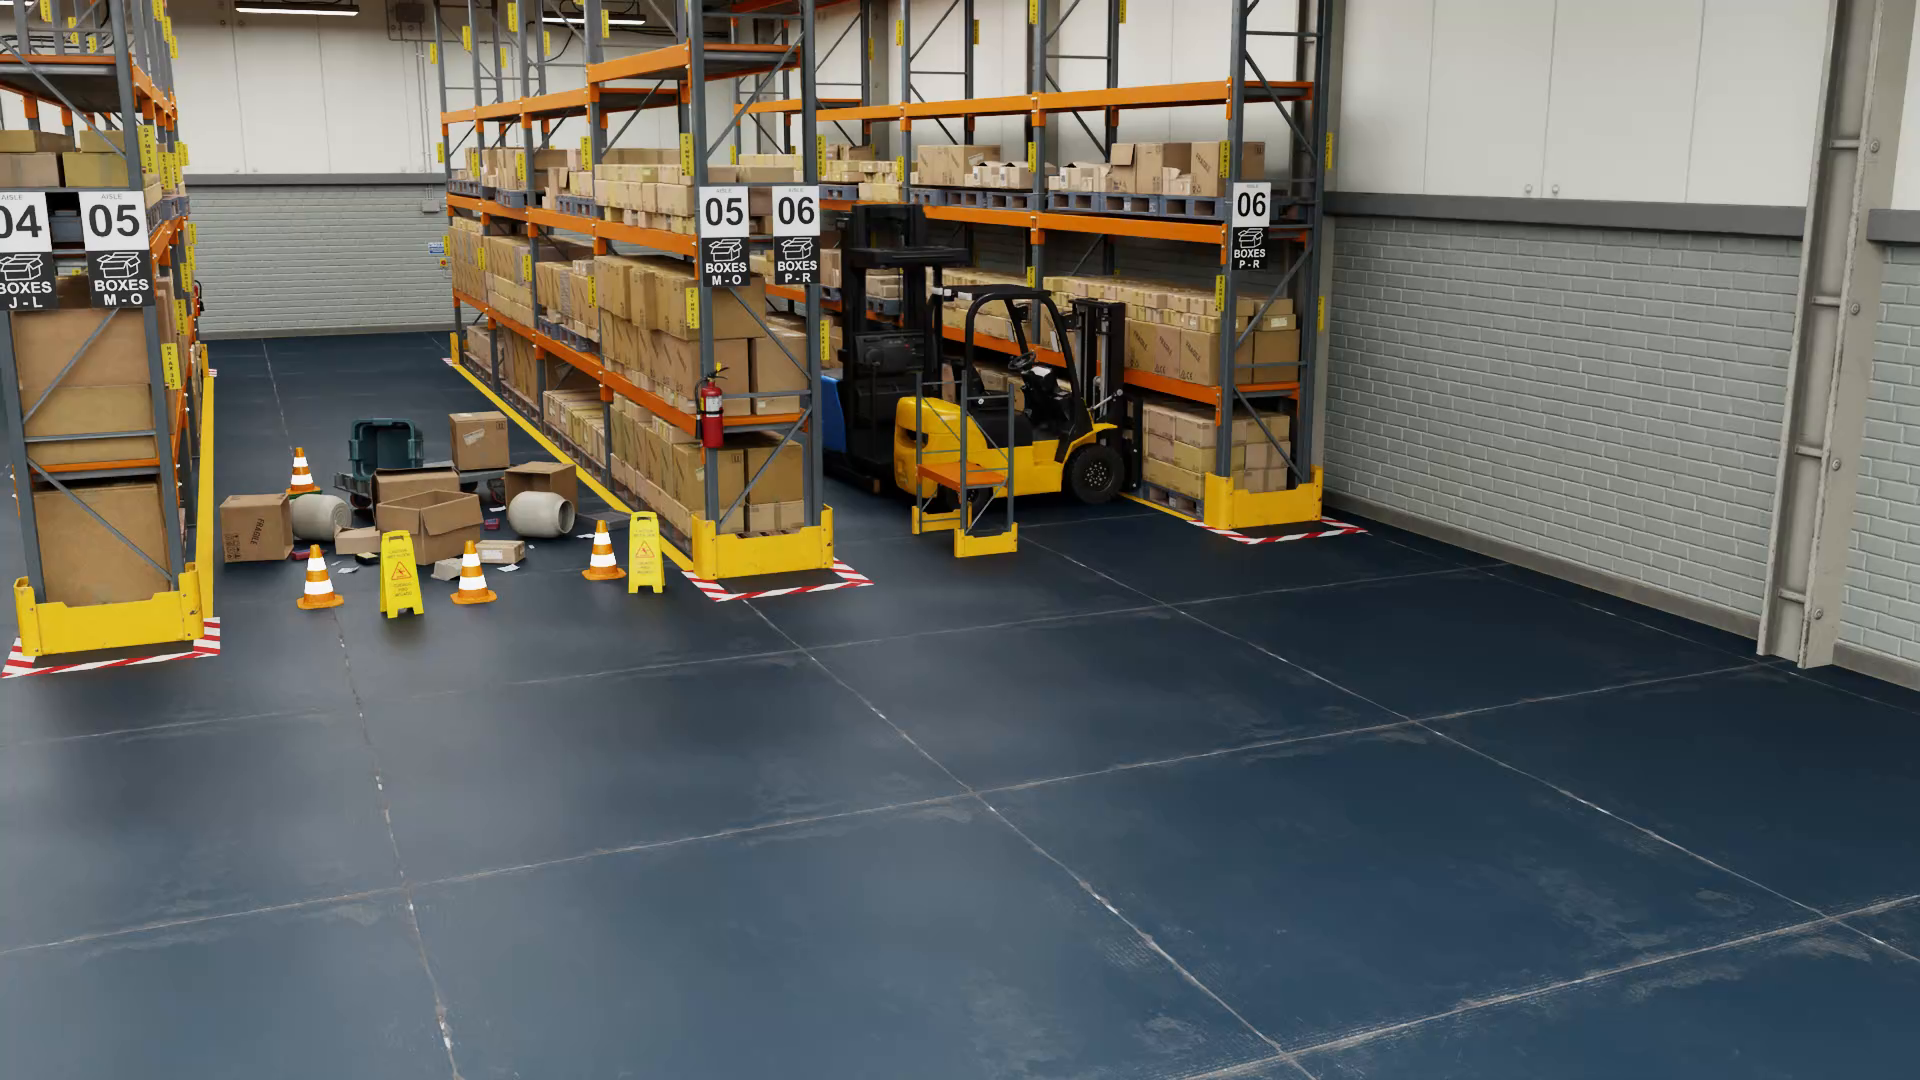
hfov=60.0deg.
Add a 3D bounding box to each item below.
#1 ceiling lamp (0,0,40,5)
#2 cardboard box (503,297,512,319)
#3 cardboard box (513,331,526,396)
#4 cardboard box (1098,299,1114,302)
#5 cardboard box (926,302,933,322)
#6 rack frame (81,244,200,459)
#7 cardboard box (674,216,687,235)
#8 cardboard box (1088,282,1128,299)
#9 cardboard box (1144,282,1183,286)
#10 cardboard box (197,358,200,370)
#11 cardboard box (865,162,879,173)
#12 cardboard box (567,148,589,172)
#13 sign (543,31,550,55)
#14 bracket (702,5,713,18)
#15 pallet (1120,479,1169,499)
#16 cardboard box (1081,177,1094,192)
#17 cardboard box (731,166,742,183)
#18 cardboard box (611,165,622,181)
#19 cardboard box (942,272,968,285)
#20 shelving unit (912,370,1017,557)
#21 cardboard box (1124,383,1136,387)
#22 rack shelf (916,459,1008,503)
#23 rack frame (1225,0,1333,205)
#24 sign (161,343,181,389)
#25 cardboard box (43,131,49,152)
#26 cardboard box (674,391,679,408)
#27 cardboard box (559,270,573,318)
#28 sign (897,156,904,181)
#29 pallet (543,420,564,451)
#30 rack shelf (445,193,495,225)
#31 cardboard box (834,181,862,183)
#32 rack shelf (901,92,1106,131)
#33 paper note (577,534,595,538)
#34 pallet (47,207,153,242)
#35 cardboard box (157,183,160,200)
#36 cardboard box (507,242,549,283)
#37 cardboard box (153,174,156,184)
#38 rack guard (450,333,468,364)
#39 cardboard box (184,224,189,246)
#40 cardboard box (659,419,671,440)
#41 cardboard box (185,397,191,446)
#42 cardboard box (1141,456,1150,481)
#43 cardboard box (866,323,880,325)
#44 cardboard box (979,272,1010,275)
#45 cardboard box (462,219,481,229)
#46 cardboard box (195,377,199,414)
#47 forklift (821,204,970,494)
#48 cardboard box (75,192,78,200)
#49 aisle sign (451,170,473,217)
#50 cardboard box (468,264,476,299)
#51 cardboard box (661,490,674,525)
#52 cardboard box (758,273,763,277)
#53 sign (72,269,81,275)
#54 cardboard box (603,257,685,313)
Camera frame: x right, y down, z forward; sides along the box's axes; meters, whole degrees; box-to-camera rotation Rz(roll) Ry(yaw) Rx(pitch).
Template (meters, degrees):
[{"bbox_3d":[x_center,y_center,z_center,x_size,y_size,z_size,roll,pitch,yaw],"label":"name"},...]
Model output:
[{"bbox_3d":[-15.880,-10.158,26.236,2.000,3.185,0.800,-6,14,-23],"label":"ceiling lamp"},{"bbox_3d":[-5.920,-3.170,22.628,0.500,0.250,0.500,-6,14,-24],"label":"cardboard box"},{"bbox_3d":[-5.755,-2.539,23.348,0.875,0.875,0.875,-5,14,-21],"label":"cardboard box"},{"bbox_3d":[1.679,-2.481,17.655,0.380,0.149,0.250,-6,14,-25],"label":"cardboard box"},{"bbox_3d":[-0.146,-3.008,21.926,0.500,0.250,0.500,-6,14,-24],"label":"cardboard box"},{"bbox_3d":[-9.338,-2.382,18.889,1.000,3.000,0.127,-6,14,-23],"label":"rack frame"},{"bbox_3d":[-2.167,-2.633,13.878,0.380,0.149,0.250,-6,14,-23],"label":"cardboard box"},{"bbox_3d":[1.597,-2.678,17.849,0.380,0.149,0.250,-6,14,-24],"label":"cardboard box"},{"bbox_3d":[2.194,-2.676,17.840,0.380,0.149,0.250,-6,14,-24],"label":"cardboard box"},{"bbox_3d":[-11.419,-2.590,24.520,0.380,0.149,0.250,-5,14,-22],"label":"cardboard box"},{"bbox_3d":[-1.122,-5.287,23.577,0.380,0.149,0.250,-6,14,-24],"label":"cardboard box"},{"bbox_3d":[-4.019,-4.177,18.285,0.500,0.250,0.500,-5,14,-22],"label":"cardboard box"},{"bbox_3d":[-5.953,-7.144,23.913,0.100,0.325,0.005,-6,14,-23],"label":"sign"},{"bbox_3d":[-5.196,-10.810,34.017,0.235,0.232,0.430,-6,14,-23],"label":"bracket"},{"bbox_3d":[2.078,-0.694,17.778,1.003,0.211,1.213,-6,14,-23],"label":"pallet"},{"bbox_3d":[1.515,-3.786,17.707,0.380,0.149,0.250,-5,14,-21],"label":"cardboard box"},{"bbox_3d":[-1.709,-3.067,13.986,0.380,0.149,0.250,-6,14,-23],"label":"cardboard box"},{"bbox_3d":[-3.105,-3.493,15.827,0.380,0.149,0.250,-6,14,-23],"label":"cardboard box"},{"bbox_3d":[-0.088,-3.413,21.682,0.380,0.149,0.250,-5,14,-22],"label":"cardboard box"},{"bbox_3d":[0.031,-0.715,15.013,0.587,1.500,1.083,-6,14,-23],"label":"shelving unit"},{"bbox_3d":[1.897,-1.637,18.620,0.500,0.250,0.500,-6,14,-24],"label":"cardboard box"},{"bbox_3d":[0.034,-0.538,15.045,0.538,0.185,1.000,-6,14,-23],"label":"rack shelf"},{"bbox_3d":[2.908,-4.569,15.034,1.000,3.000,0.127,-6,14,-23],"label":"rack frame"},{"bbox_3d":[-5.623,-1.238,11.852,0.100,0.325,0.005,-6,14,-23],"label":"sign"},{"bbox_3d":[-6.886,-2.907,12.140,0.380,0.149,0.250,-5,14,-22],"label":"cardboard box"},{"bbox_3d":[-2.271,-1.230,14.468,0.380,0.149,0.250,-6,14,-24],"label":"cardboard box"},{"bbox_3d":[-4.248,-2.814,18.943,0.500,0.500,0.500,-6,14,-25],"label":"cardboard box"},{"bbox_3d":[-0.795,-4.964,22.245,0.100,0.325,0.005,-6,14,-23],"label":"sign"},{"bbox_3d":[-4.531,-1.330,20.527,1.003,0.211,1.213,-6,14,-23],"label":"pallet"},{"bbox_3d":[-7.247,-5.200,26.010,1.077,0.370,4.000,-6,14,-23],"label":"rack shelf"},{"bbox_3d":[-1.841,-5.789,26.630,0.500,0.250,0.500,-6,14,-24],"label":"cardboard box"},{"bbox_3d":[0.505,-5.263,20.516,1.077,0.370,4.000,-6,14,-23],"label":"rack shelf"},{"bbox_3d":[-3.444,-0.043,15.367,0.142,0.019,0.148,-12,18,-42],"label":"paper note"},{"bbox_3d":[-6.440,-2.300,12.078,1.003,0.211,1.213,-6,14,-23],"label":"pallet"},{"bbox_3d":[-6.989,-2.943,14.066,0.380,0.149,0.250,-6,14,-23],"label":"cardboard box"},{"bbox_3d":[-5.696,-3.677,22.047,0.500,0.500,0.500,-6,14,-23],"label":"cardboard box"},{"bbox_3d":[-6.903,-3.055,13.667,0.500,0.250,0.500,-6,14,-23],"label":"cardboard box"},{"bbox_3d":[-8.057,-3.290,28.356,1.175,0.500,0.348,-6,14,-23],"label":"rack guard"},{"bbox_3d":[-11.497,-4.323,24.177,0.500,0.500,0.500,-6,14,-25],"label":"cardboard box"},{"bbox_3d":[-2.505,-1.007,15.015,0.380,0.149,0.250,-5,14,-22],"label":"cardboard box"},{"bbox_3d":[-9.177,-1.356,18.517,1.050,0.750,0.750,-6,14,-24],"label":"cardboard box"},{"bbox_3d":[2.048,-0.787,17.167,0.500,0.250,0.500,-5,14,-22],"label":"cardboard box"},{"bbox_3d":[-1.377,-3.324,26.135,0.380,0.149,0.250,-6,14,-23],"label":"cardboard box"},{"bbox_3d":[0.470,-3.406,21.655,0.380,0.149,0.250,-6,14,-23],"label":"cardboard box"},{"bbox_3d":[-7.653,-4.987,26.266,0.380,0.149,0.250,-5,14,-22],"label":"cardboard box"},{"bbox_3d":[-10.007,-1.853,21.214,0.500,0.500,0.500,-6,14,-24],"label":"cardboard box"},{"bbox_3d":[-0.577,-2.018,17.468,1.130,2.935,3.031,-7,15,-26],"label":"forklift"},{"bbox_3d":[-7.796,-2.988,14.262,0.380,0.149,0.250,-6,14,-23],"label":"cardboard box"},{"bbox_3d":[-8.342,-5.758,27.710,0.394,0.787,0.004,-6,14,-23],"label":"aisle sign"},{"bbox_3d":[-7.291,-4.006,25.685,0.500,0.500,0.500,-6,14,-24],"label":"cardboard box"},{"bbox_3d":[-2.409,-0.312,15.114,0.500,0.250,0.500,-6,14,-23],"label":"cardboard box"},{"bbox_3d":[-3.294,-4.579,28.941,0.380,0.149,0.250,-5,14,-21],"label":"cardboard box"},{"bbox_3d":[-9.832,-2.856,18.547,0.100,0.325,0.005,-6,14,-23],"label":"sign"},{"bbox_3d":[-3.079,-2.486,16.241,0.700,0.500,0.500,-6,14,-23],"label":"cardboard box"}]
